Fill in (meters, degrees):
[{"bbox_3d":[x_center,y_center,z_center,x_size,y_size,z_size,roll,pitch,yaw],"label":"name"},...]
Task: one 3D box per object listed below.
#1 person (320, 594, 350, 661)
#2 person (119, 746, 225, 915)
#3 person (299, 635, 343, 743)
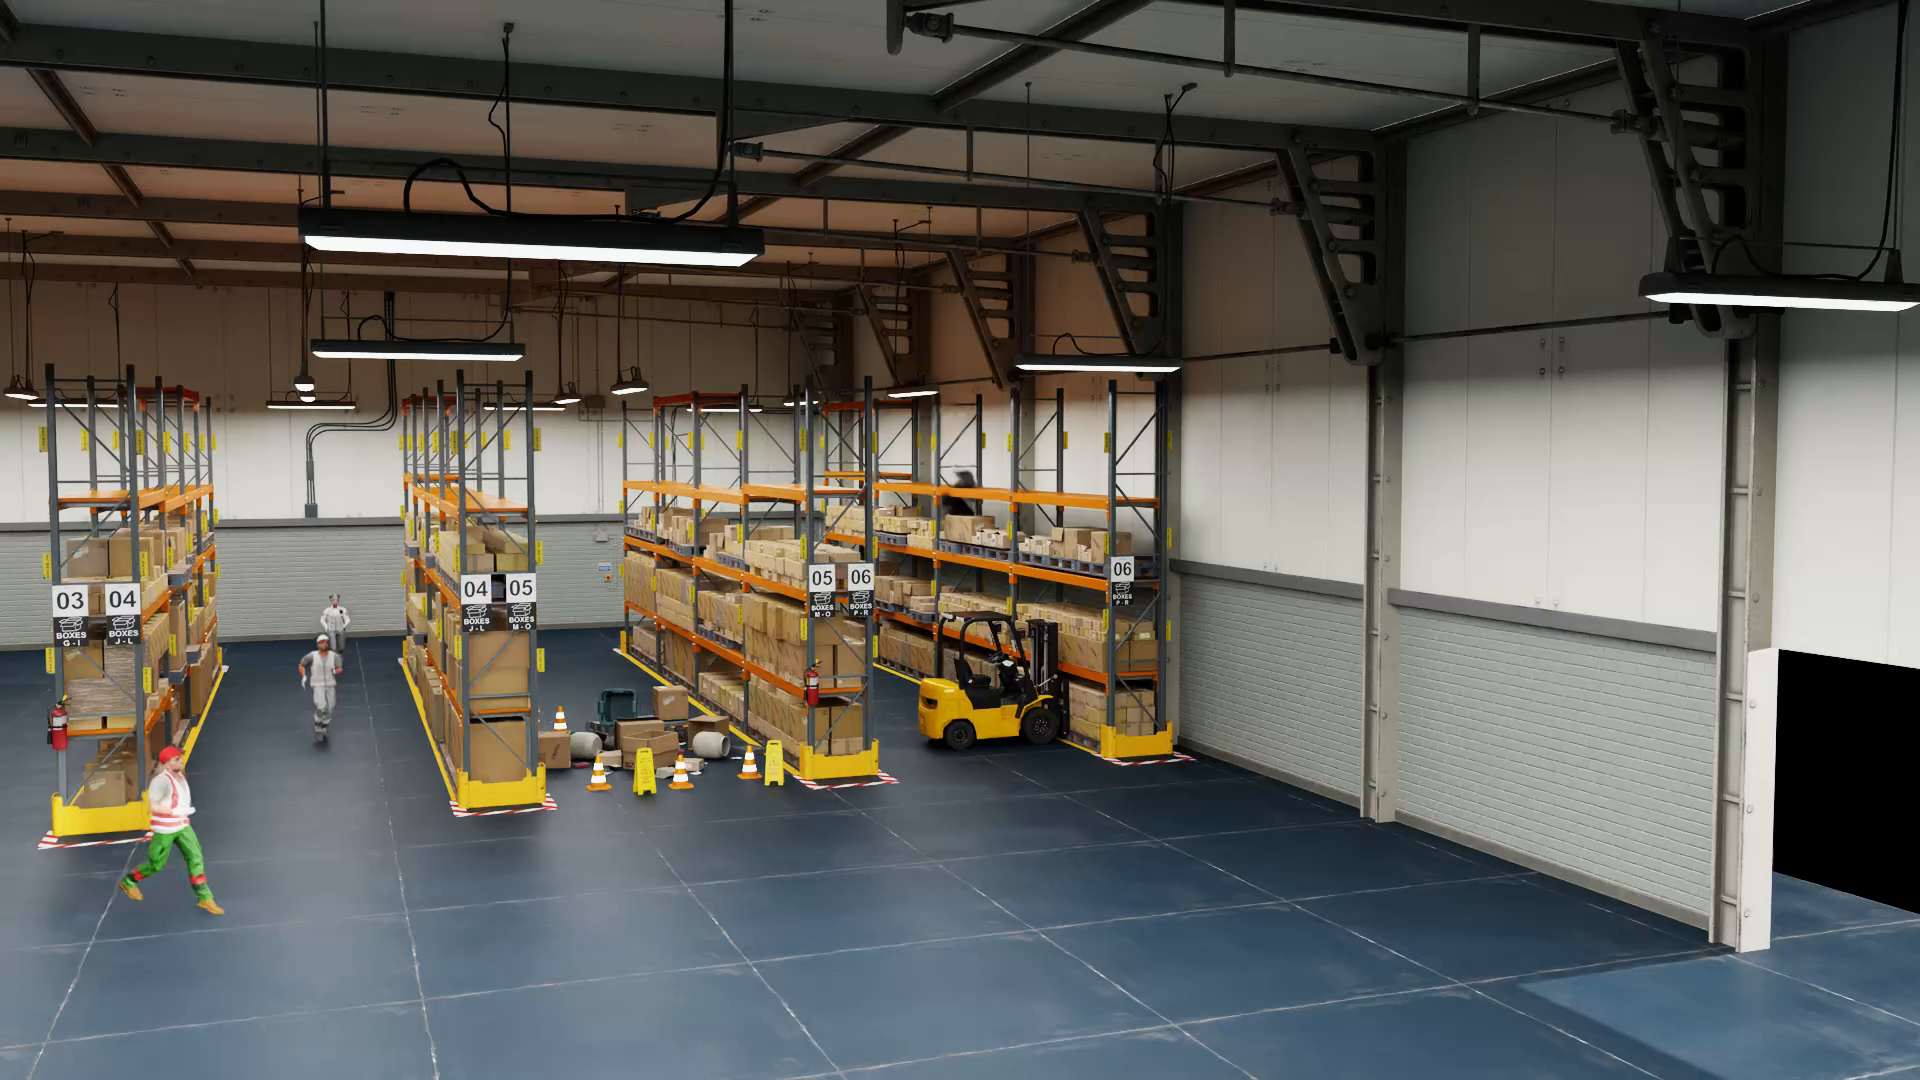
[{"bbox_3d":[-13.871,2.018,36.916,0.617,1.649,0.631,-2,4,-25],"label":"person"},{"bbox_3d":[-8.400,3.083,17.612,1.147,1.799,0.622,1,3,13],"label":"person"},{"bbox_3d":[-10.653,2.482,27.828,0.645,1.795,0.713,-3,4,-37],"label":"person"}]
